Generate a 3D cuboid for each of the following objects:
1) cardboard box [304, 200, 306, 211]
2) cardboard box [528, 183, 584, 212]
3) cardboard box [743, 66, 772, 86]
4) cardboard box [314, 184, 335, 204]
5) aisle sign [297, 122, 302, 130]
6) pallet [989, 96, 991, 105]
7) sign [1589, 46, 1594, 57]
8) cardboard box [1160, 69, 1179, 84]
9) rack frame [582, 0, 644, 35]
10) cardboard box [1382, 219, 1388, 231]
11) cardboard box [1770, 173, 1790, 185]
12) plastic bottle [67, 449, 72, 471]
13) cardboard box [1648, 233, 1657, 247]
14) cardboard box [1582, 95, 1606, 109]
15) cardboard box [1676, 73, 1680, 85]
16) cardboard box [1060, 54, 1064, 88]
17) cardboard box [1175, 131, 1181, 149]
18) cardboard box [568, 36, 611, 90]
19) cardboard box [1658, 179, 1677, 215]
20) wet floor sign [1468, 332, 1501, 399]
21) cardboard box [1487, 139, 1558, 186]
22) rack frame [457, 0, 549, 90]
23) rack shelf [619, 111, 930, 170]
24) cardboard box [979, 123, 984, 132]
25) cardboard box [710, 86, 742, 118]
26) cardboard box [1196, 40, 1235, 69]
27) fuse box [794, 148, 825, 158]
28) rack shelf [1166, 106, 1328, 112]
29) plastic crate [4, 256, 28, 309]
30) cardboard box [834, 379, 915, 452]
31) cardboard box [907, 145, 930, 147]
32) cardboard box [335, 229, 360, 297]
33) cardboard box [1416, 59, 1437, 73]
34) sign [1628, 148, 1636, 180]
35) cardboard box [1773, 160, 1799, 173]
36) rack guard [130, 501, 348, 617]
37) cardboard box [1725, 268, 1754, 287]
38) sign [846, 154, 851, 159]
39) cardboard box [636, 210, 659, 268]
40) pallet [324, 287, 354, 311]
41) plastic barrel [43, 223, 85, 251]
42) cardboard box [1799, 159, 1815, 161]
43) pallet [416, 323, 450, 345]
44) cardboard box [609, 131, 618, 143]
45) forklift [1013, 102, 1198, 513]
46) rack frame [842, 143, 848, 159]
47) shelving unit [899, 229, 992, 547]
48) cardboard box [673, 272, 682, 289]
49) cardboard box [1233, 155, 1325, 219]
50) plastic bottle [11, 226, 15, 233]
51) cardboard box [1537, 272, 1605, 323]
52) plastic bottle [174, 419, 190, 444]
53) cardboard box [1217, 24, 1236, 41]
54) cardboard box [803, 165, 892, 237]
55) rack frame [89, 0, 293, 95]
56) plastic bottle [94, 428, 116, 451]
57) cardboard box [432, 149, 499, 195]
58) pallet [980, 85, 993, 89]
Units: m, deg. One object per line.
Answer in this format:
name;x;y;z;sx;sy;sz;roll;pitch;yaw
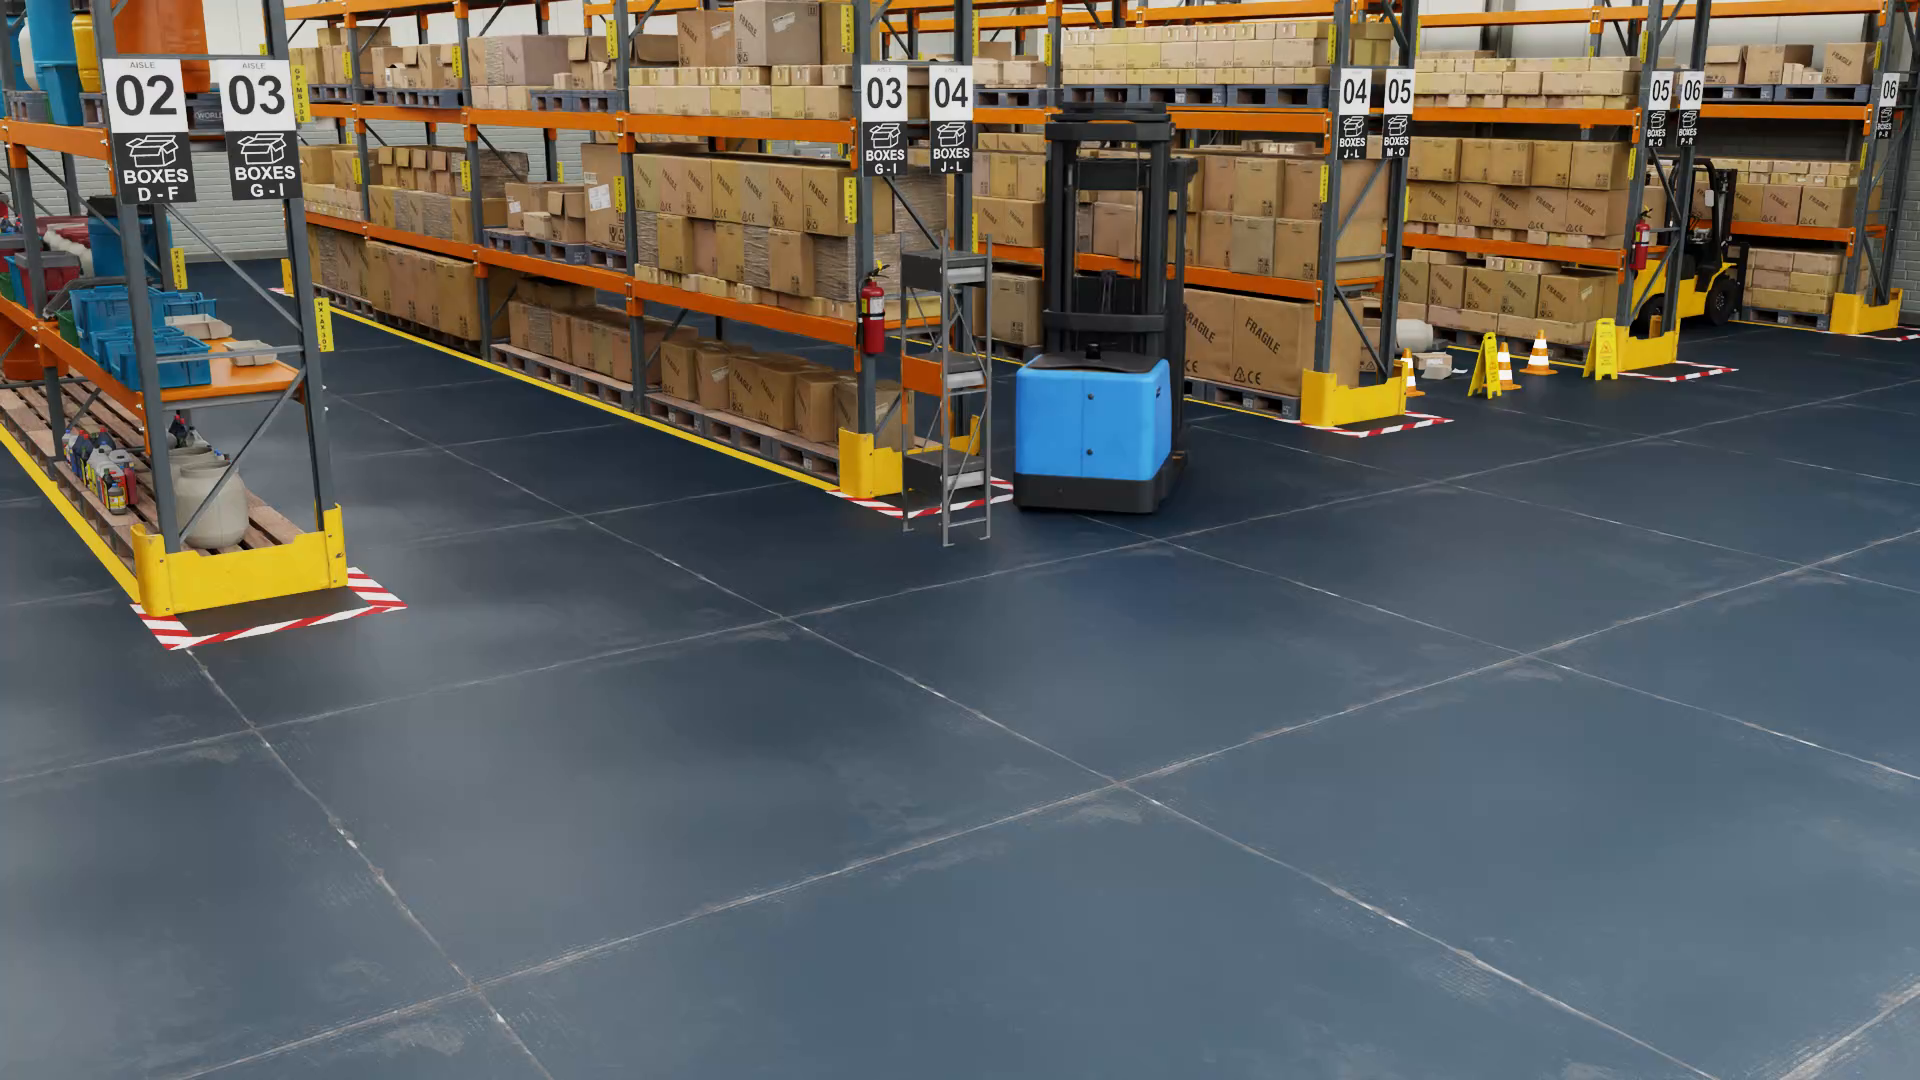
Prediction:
cardboard box;-9.352;-4.872;24.170;0.380;0.149;0.250;-11;19;-35
cardboard box;-4.288;-3.615;18.116;0.700;0.500;0.500;-8;17;-26
cardboard box;-1.518;-3.725;13.350;0.380;0.149;0.250;-12;19;-37
cardboard box;-8.773;-4.883;23.456;0.500;0.250;0.500;-11;19;-36
aisle sign;-10.036;-6.508;24.746;0.394;0.787;0.004;-11;19;-35
pallet;0.105;-5.313;19.982;1.003;0.211;1.213;-10;18;-32
sign;8.900;-6.794;23.458;0.100;0.325;0.005;-11;19;-35
cardboard box;2.209;-4.592;16.480;0.380;0.149;0.250;-11;19;-34
rack frame;-5.680;-8.927;27.145;1.000;3.000;0.127;-11;19;-35
cardboard box;5.437;-3.977;20.899;0.380;0.149;0.250;-10;18;-33
cardboard box;10.841;-4.739;21.790;0.380;0.149;0.250;-11;19;-35
plastic bottle;-6.750;-0.637;12.687;0.097;0.201;0.097;0;15;0
cardboard box;7.640;-3.390;18.756;0.380;0.149;0.250;-11;19;-34
cardboard box;7.064;-4.813;18.273;0.380;0.149;0.250;-11;19;-34
cardboard box;9.803;-6.301;22.725;0.380;0.149;0.250;-10;18;-33
cardboard box;1.698;-7.144;25.328;0.500;0.500;0.500;-11;19;-34
cardboard box;3.969;-7.532;31.715;0.500;0.500;0.500;-11;19;-36
cardboard box;-3.447;-4.738;16.533;0.797;0.503;0.637;-10;18;-32
cardboard box;10.001;-4.728;22.980;0.500;0.500;0.500;-11;19;-35
wet floor sign;5.346;-1.782;16.865;0.232;0.644;0.267;14;21;42
cardboard box;6.521;-4.358;19.169;0.700;0.500;0.500;-11;19;-35
rack frame;-5.047;-6.470;18.170;1.000;3.000;0.127;-11;19;-35
rack shelf;-1.520;-3.395;13.979;1.077;0.370;4.000;-11;19;-35
cardboard box;0.178;-6.829;27.531;0.380;0.149;0.250;-11;19;-36
cardboard box;-1.723;-3.630;13.758;0.500;0.250;0.500;-11;19;-35
cardboard box;2.626;-4.661;15.976;0.500;0.250;0.500;-11;19;-35
fuse box;-3.285;-7.697;36.457;0.539;1.711;0.414;-11;19;-35
rack shelf;4.145;-5.788;22.720;1.077;0.370;4.000;-11;19;-35
plastic crate;-7.602;-2.133;13.718;0.392;0.384;0.575;-11;19;-35
cardboard box;-0.697;-1.001;13.491;0.500;0.500;0.500;-7;17;-24
cardboard box;-0.720;-4.758;21.195;0.700;0.500;0.500;-11;19;-35
cardboard box;-8.252;-3.954;23.570;0.875;0.875;0.875;-11;19;-35
cardboard box;5.699;-5.684;19.944;0.380;0.149;0.250;-11;19;-35
sign;7.212;-4.036;17.847;0.100;0.325;0.005;-11;19;-35
cardboard box;10.872;-4.890;21.780;0.380;0.149;0.250;-11;19;-34
rack guard;-4.433;0.097;10.274;1.175;0.500;0.348;-11;19;-35
cardboard box;10.539;-3.566;22.390;0.500;0.250;0.500;-11;19;-36
sign;-1.409;-4.759;21.238;0.100;0.325;0.005;-11;19;-35
cardboard box;-2.481;-2.808;15.402;0.875;0.500;0.500;-11;19;-35
pallet;-8.505;-3.521;24.041;1.003;0.211;1.213;-11;19;-35
plastic barrel;-8.276;-2.675;15.457;0.421;0.512;0.421;0;15;0
cardboard box;11.234;-4.958;22.026;0.380;0.149;0.250;-11;19;-34
pallet;-6.163;-2.672;20.939;1.003;0.211;1.213;-11;19;-35
cardboard box;-5.329;-6.463;26.862;0.500;0.500;0.500;-10;18;-33
forklift;1.253;-1.952;13.157;1.130;2.935;3.031;4;16;14
rack frame;-1.735;-6.823;30.823;1.000;3.000;0.127;-11;19;-35
shelving unit;-0.097;-1.048;11.428;0.431;2.100;0.503;-11;19;-35
cardboard box;-2.352;-2.352;14.964;0.380;0.149;0.250;-11;19;-35
cardboard box;3.143;-3.398;15.980;0.875;0.550;0.550;-11;19;-35
plastic bottle;-10.276;-3.279;18.117;0.097;0.271;0.097;0;15;0
cardboard box;6.990;-2.775;19.026;0.500;0.500;0.500;-11;19;-34
plastic bottle;-5.977;-0.754;12.835;0.144;0.351;0.185;-12;19;-37
cardboard box;2.660;-4.814;15.780;0.380;0.149;0.250;-11;19;-34
cardboard box;-0.867;-2.621;12.825;0.500;0.500;0.500;-11;19;-35
rack frame;-4.350;-3.993;9.119;1.000;3.000;0.127;-11;19;-35
plastic bottle;-6.446;-0.674;12.540;0.144;0.351;0.185;-11;19;-35
cardboard box;-5.845;-4.407;19.906;0.797;0.503;0.637;-10;18;-33
pallet;0.144;-7.549;27.962;1.003;0.211;1.213;-11;19;-35
